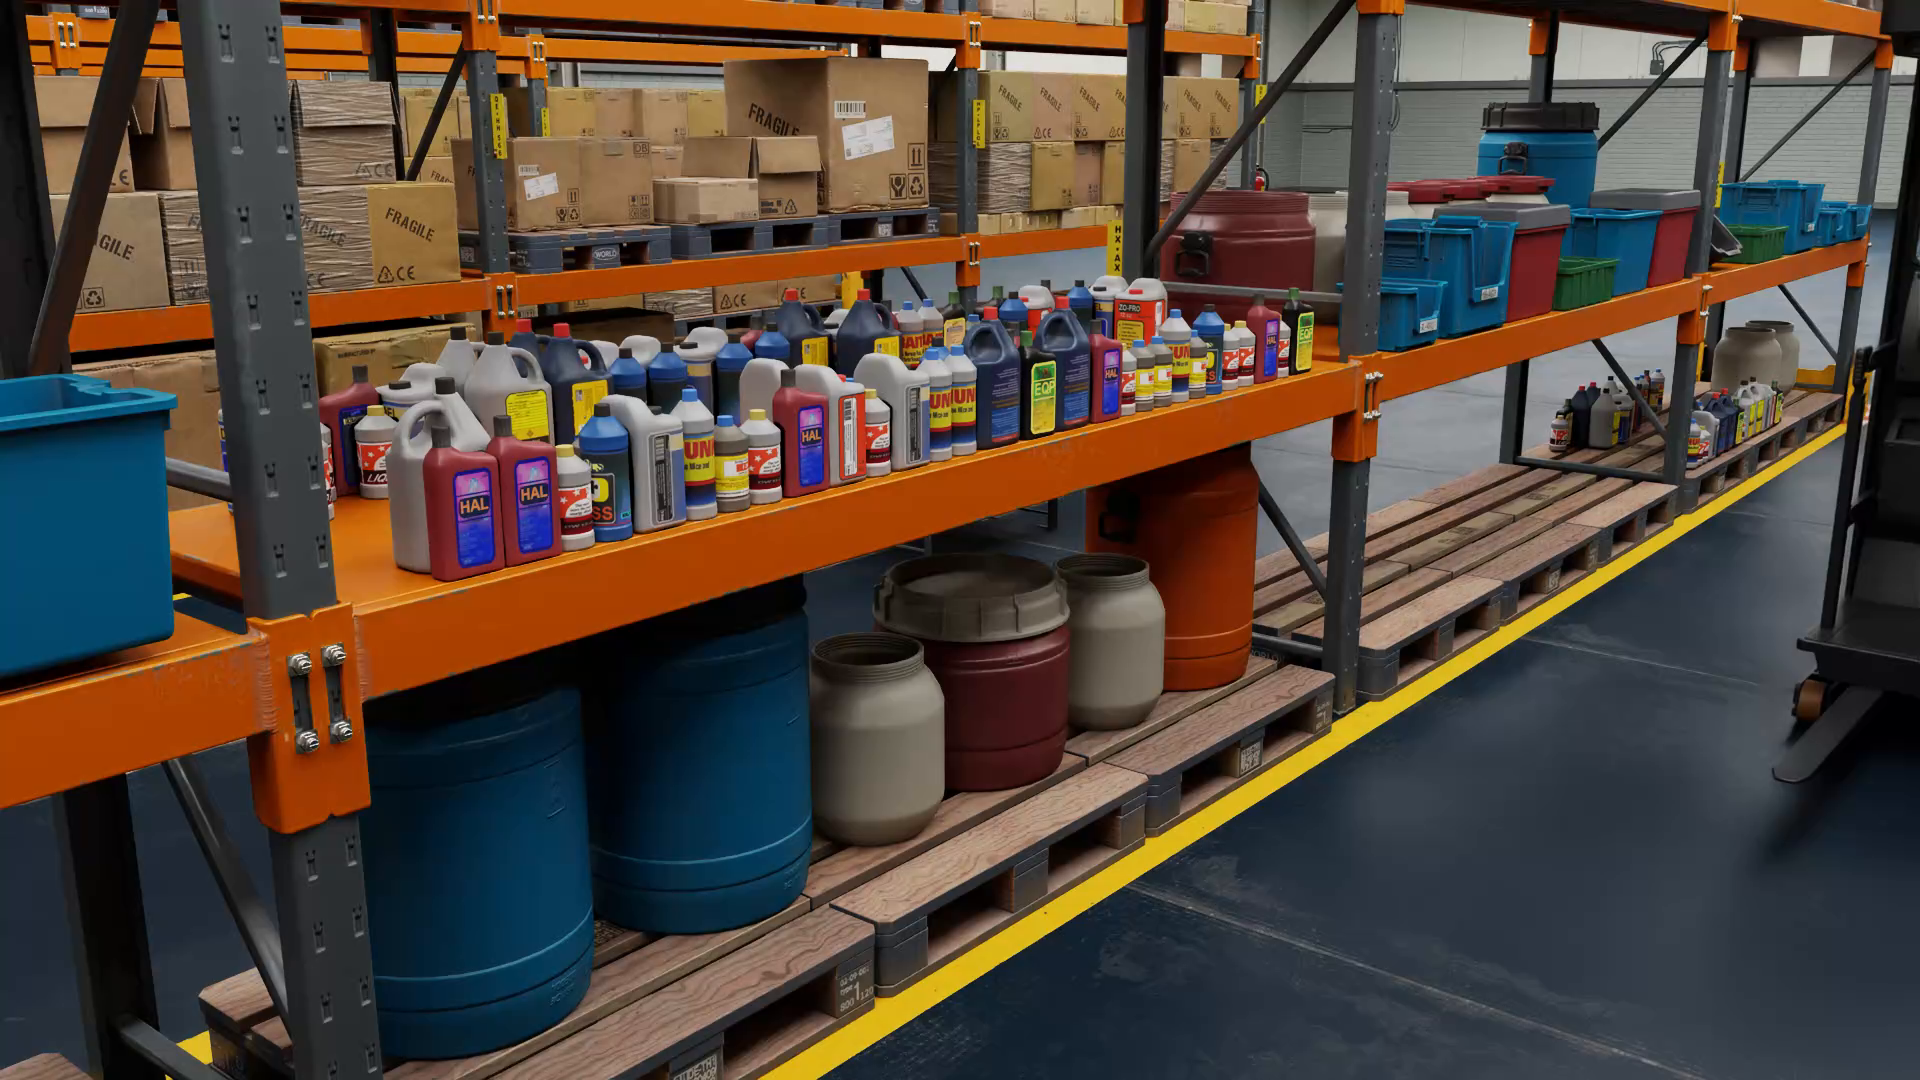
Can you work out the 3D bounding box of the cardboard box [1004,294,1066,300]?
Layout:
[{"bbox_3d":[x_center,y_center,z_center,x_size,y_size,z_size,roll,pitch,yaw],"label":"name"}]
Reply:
[{"bbox_3d":[0.664,-1.730,13.564,0.500,0.500,0.500,9,17,33],"label":"cardboard box"}]

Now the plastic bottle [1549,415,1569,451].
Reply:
[{"bbox_3d":[3.537,-0.634,9.815,0.097,0.201,0.097,0,14,0],"label":"plastic bottle"}]

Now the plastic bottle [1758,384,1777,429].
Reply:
[{"bbox_3d":[5.072,-0.855,10.534,0.152,0.276,0.135,11,18,38],"label":"plastic bottle"}]

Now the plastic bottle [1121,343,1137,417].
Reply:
[{"bbox_3d":[0.454,-0.459,4.742,0.097,0.201,0.097,0,14,0],"label":"plastic bottle"}]

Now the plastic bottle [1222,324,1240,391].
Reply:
[{"bbox_3d":[0.822,-0.571,5.183,0.097,0.201,0.097,0,14,0],"label":"plastic bottle"}]

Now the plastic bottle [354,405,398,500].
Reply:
[{"bbox_3d":[-1.298,-0.199,3.717,0.097,0.201,0.097,0,14,0],"label":"plastic bottle"}]

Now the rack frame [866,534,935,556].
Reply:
[{"bbox_3d":[-0.324,-0.447,8.096,0.500,1.125,0.032,11,18,38],"label":"rack frame"}]

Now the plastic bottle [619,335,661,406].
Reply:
[{"bbox_3d":[-0.850,-0.385,4.297,0.152,0.276,0.135,11,18,38],"label":"plastic bottle"}]

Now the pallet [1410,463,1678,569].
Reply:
[{"bbox_3d":[3.088,-0.151,8.789,1.003,0.211,1.213,11,18,38],"label":"pallet"}]

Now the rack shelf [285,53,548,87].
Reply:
[{"bbox_3d":[-6.753,-5.447,19.343,1.077,0.370,4.000,11,18,38],"label":"rack shelf"}]

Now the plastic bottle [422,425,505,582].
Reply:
[{"bbox_3d":[-0.915,-0.075,3.062,0.061,0.283,0.133,11,18,38],"label":"plastic bottle"}]

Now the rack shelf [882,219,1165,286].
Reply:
[{"bbox_3d":[0.956,-2.460,13.675,1.077,0.370,4.000,11,18,38],"label":"rack shelf"}]

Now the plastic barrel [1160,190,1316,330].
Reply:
[{"bbox_3d":[1.093,-1.095,6.564,0.600,0.536,0.708,11,18,38],"label":"plastic barrel"}]

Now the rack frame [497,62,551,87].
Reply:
[{"bbox_3d":[-5.496,-4.725,21.131,1.000,3.000,0.127,11,18,38],"label":"rack frame"}]

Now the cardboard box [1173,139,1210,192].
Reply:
[{"bbox_3d":[1.625,-3.169,14.197,0.875,0.500,0.500,11,18,38],"label":"cardboard box"}]

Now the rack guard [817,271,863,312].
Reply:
[{"bbox_3d":[-1.567,-2.772,18.518,1.175,0.500,0.348,11,18,38],"label":"rack guard"}]

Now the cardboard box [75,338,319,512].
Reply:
[{"bbox_3d":[-3.832,-0.535,8.099,1.225,0.875,0.875,11,18,38],"label":"cardboard box"}]

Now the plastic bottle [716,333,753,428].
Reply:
[{"bbox_3d":[-0.595,-0.411,4.411,0.097,0.271,0.097,0,14,0],"label":"plastic bottle"}]

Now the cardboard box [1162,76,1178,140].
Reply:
[{"bbox_3d":[1.433,-3.533,13.601,0.500,0.500,0.500,11,18,38],"label":"cardboard box"}]

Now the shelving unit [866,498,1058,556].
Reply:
[{"bbox_3d":[-0.004,-0.544,8.479,0.538,1.125,1.048,11,18,38],"label":"shelving unit"}]

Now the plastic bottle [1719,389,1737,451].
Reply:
[{"bbox_3d":[4.500,-0.715,9.832,0.144,0.351,0.185,10,18,35],"label":"plastic bottle"}]

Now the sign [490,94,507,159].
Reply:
[{"bbox_3d":[-2.382,-2.135,8.585,0.100,0.325,0.005,11,18,38],"label":"sign"}]

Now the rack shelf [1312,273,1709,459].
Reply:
[{"bbox_3d":[2.294,-0.927,7.643,1.077,0.370,4.000,11,18,38],"label":"rack shelf"}]

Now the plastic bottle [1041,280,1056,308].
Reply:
[{"bbox_3d":[0.271,-0.748,5.711,0.061,0.283,0.133,11,18,38],"label":"plastic bottle"}]

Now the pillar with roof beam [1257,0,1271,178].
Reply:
[{"bbox_3d":[11.706,-13.485,43.431,9.100,9.000,0.400,11,18,38],"label":"pillar with roof beam"}]

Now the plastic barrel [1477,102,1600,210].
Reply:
[{"bbox_3d":[3.072,-1.875,8.893,0.600,0.901,0.708,11,18,38],"label":"plastic barrel"}]

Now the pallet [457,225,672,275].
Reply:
[{"bbox_3d":[-2.451,-1.720,9.689,1.213,0.211,1.003,11,18,38],"label":"pallet"}]

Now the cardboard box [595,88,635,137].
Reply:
[{"bbox_3d":[-3.582,-3.997,15.768,0.875,0.550,0.550,11,18,38],"label":"cardboard box"}]

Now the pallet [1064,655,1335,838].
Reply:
[{"bbox_3d":[0.574,0.616,5.770,1.003,0.211,1.213,11,18,38],"label":"pallet"}]

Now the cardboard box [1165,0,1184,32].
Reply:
[{"bbox_3d":[1.467,-4.248,13.466,0.500,0.250,0.500,12,18,39],"label":"cardboard box"}]

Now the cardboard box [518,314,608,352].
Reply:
[{"bbox_3d":[-2.418,-1.158,9.748,0.500,0.250,0.500,12,19,40],"label":"cardboard box"}]

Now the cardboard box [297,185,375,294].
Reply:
[{"bbox_3d":[-3.251,-1.481,8.156,0.500,0.500,0.500,11,18,37],"label":"cardboard box"}]

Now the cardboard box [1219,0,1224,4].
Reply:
[{"bbox_3d":[2.026,-4.633,14.170,0.380,0.149,0.250,11,18,36],"label":"cardboard box"}]

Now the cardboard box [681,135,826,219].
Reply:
[{"bbox_3d":[-1.319,-2.333,10.651,0.797,0.503,0.637,14,20,43],"label":"cardboard box"}]

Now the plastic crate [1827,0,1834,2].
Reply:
[{"bbox_3d":[5.101,-3.459,10.089,0.392,0.384,0.575,11,18,38],"label":"plastic crate"}]

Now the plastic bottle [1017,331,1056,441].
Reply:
[{"bbox_3d":[0.196,-0.413,4.394,0.061,0.283,0.133,11,18,38],"label":"plastic bottle"}]

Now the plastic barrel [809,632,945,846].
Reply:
[{"bbox_3d":[-0.253,0.544,4.590,0.421,0.512,0.421,0,14,0],"label":"plastic barrel"}]

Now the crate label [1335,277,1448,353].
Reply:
[{"bbox_3d":[1.593,-0.835,6.156,0.303,0.233,0.416,11,18,38],"label":"crate label"}]

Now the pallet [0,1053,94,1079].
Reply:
[{"bbox_3d":[-1.909,1.371,2.796,1.003,0.211,1.213,11,18,38],"label":"pallet"}]

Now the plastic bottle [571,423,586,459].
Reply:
[{"bbox_3d":[-0.769,-0.146,3.510,0.097,0.201,0.097,0,14,0],"label":"plastic bottle"}]

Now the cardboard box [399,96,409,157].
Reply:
[{"bbox_3d":[-5.043,-3.454,13.893,0.700,0.500,0.500,11,18,38],"label":"cardboard box"}]

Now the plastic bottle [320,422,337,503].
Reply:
[{"bbox_3d":[-1.429,-0.183,3.653,0.097,0.201,0.097,0,14,0],"label":"plastic bottle"}]

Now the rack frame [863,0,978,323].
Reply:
[{"bbox_3d":[-0.302,-2.426,12.079,1.000,3.000,0.127,11,18,38],"label":"rack frame"}]

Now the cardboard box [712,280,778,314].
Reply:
[{"bbox_3d":[-2.508,-2.843,17.186,0.875,0.875,0.875,11,18,37],"label":"cardboard box"}]

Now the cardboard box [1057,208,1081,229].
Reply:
[{"bbox_3d":[0.709,-2.487,12.832,0.380,0.149,0.250,11,18,38],"label":"cardboard box"}]

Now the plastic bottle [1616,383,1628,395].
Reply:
[{"bbox_3d":[4.160,-0.849,10.512,0.152,0.276,0.135,12,18,39],"label":"plastic bottle"}]

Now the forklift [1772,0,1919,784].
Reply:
[{"bbox_3d":[3.643,-0.732,5.553,1.130,2.935,3.031,12,18,38],"label":"forklift"}]

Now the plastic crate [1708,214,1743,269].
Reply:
[{"bbox_3d":[3.979,-1.710,9.387,0.767,0.338,0.504,11,18,38],"label":"plastic crate"}]

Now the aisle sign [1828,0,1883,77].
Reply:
[{"bbox_3d":[6.341,-3.653,11.630,0.394,0.787,0.004,11,18,38],"label":"aisle sign"}]

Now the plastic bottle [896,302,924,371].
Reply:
[{"bbox_3d":[-0.162,-0.603,5.165,0.097,0.271,0.097,0,14,0],"label":"plastic bottle"}]

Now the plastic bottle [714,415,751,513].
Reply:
[{"bbox_3d":[-0.505,-0.167,3.592,0.097,0.201,0.097,0,14,0],"label":"plastic bottle"}]
